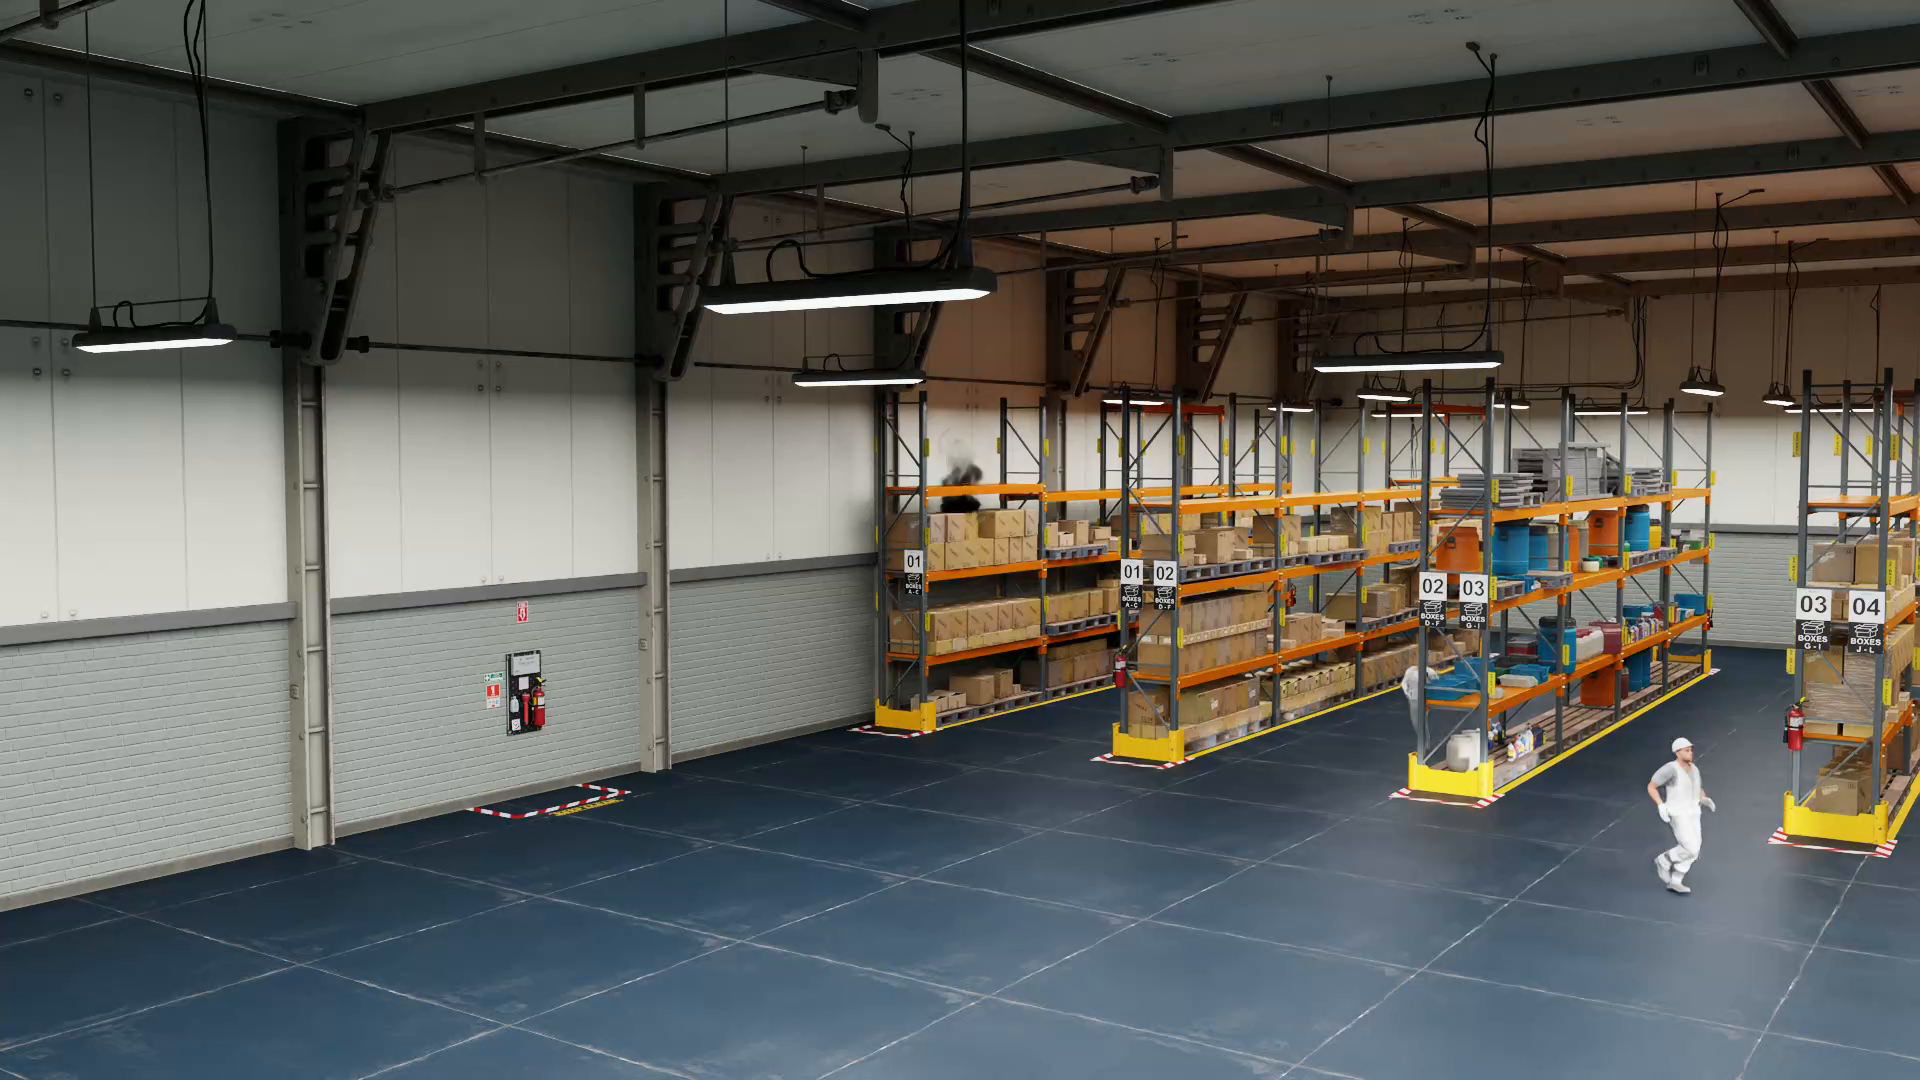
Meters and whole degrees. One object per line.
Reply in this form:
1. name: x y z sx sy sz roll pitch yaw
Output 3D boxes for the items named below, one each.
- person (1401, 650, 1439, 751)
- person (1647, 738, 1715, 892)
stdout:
1. person: 7.547 2.642 27.371 0.613 1.666 0.603 2 4 36
2. person: 8.125 3.092 18.628 0.671 1.739 0.591 -2 4 -26
